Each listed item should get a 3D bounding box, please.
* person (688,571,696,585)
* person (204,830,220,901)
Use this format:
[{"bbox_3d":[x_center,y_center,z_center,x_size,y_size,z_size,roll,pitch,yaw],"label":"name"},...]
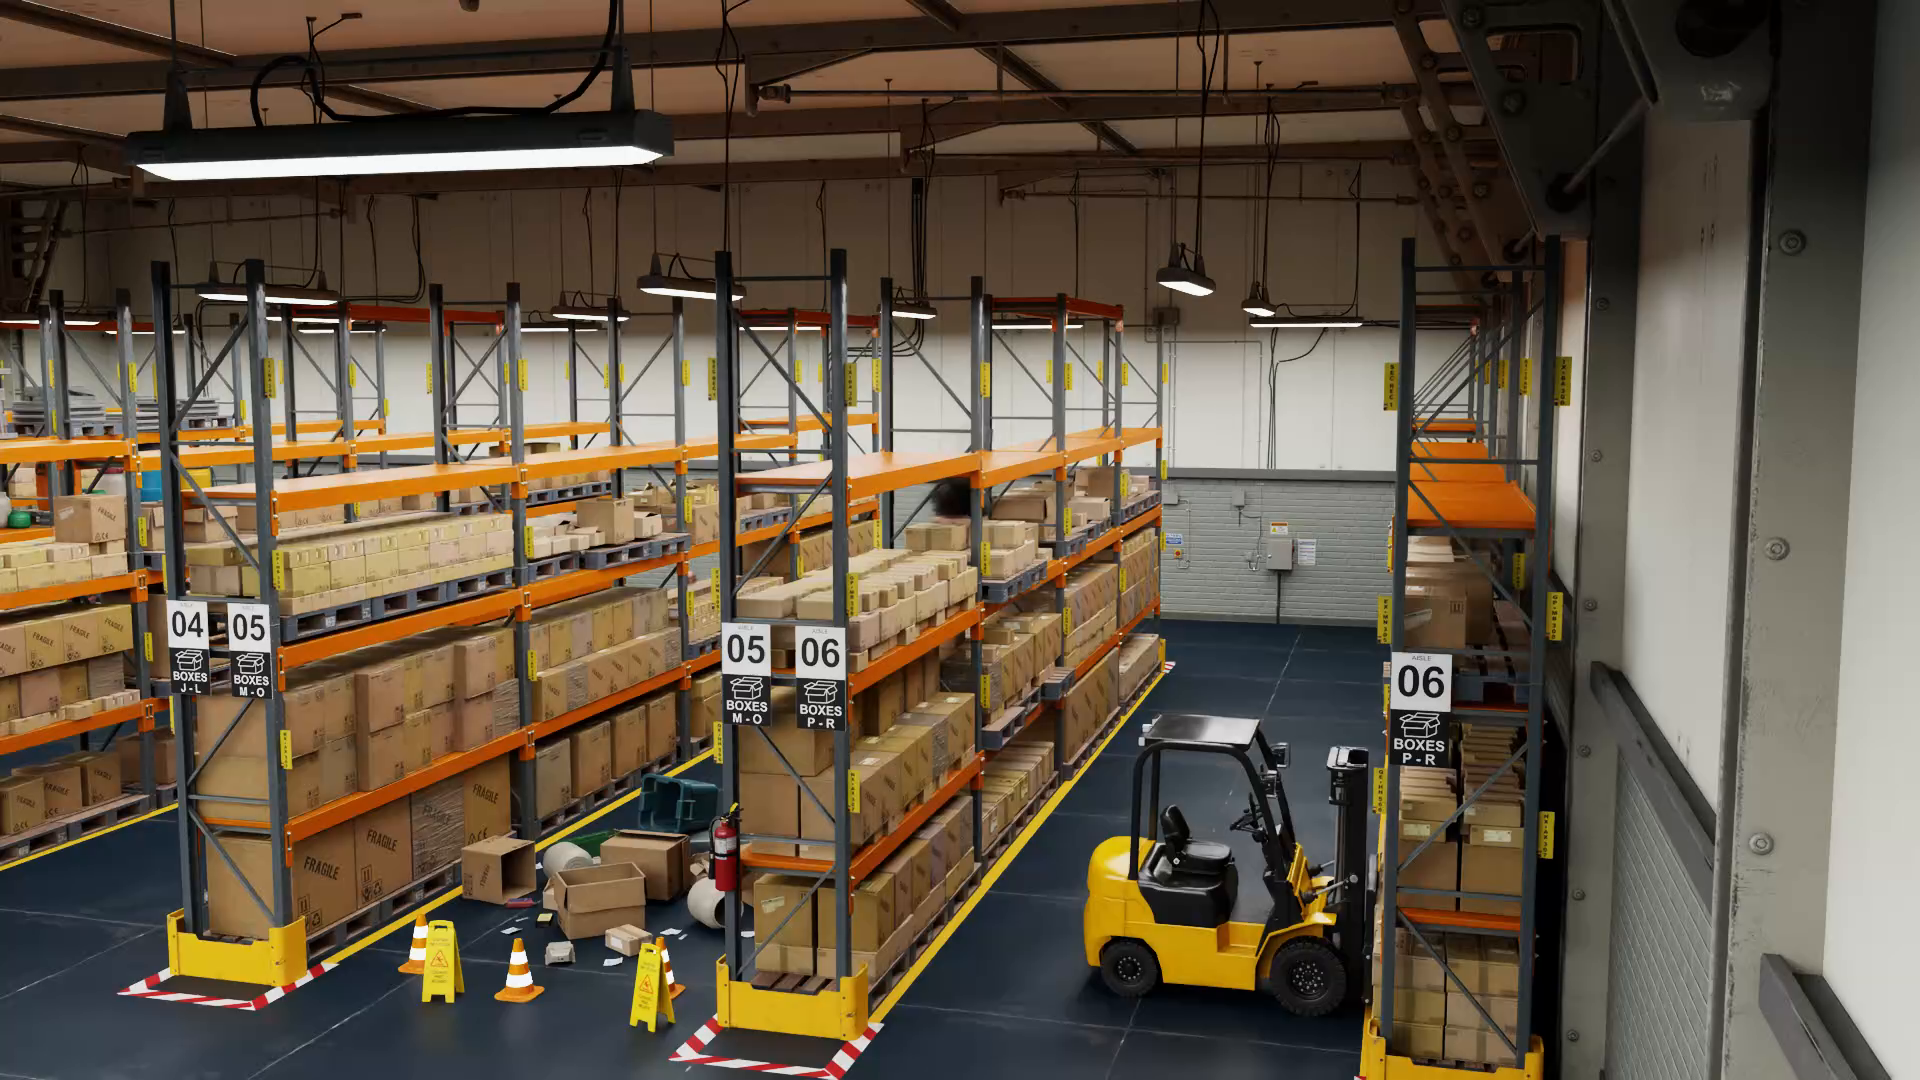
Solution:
[{"bbox_3d":[-4.406,1.467,27.113,0.686,1.757,0.800,1,6,9],"label":"person"},{"bbox_3d":[-7.174,2.544,16.375,0.712,1.776,1.037,1,6,11],"label":"person"}]
